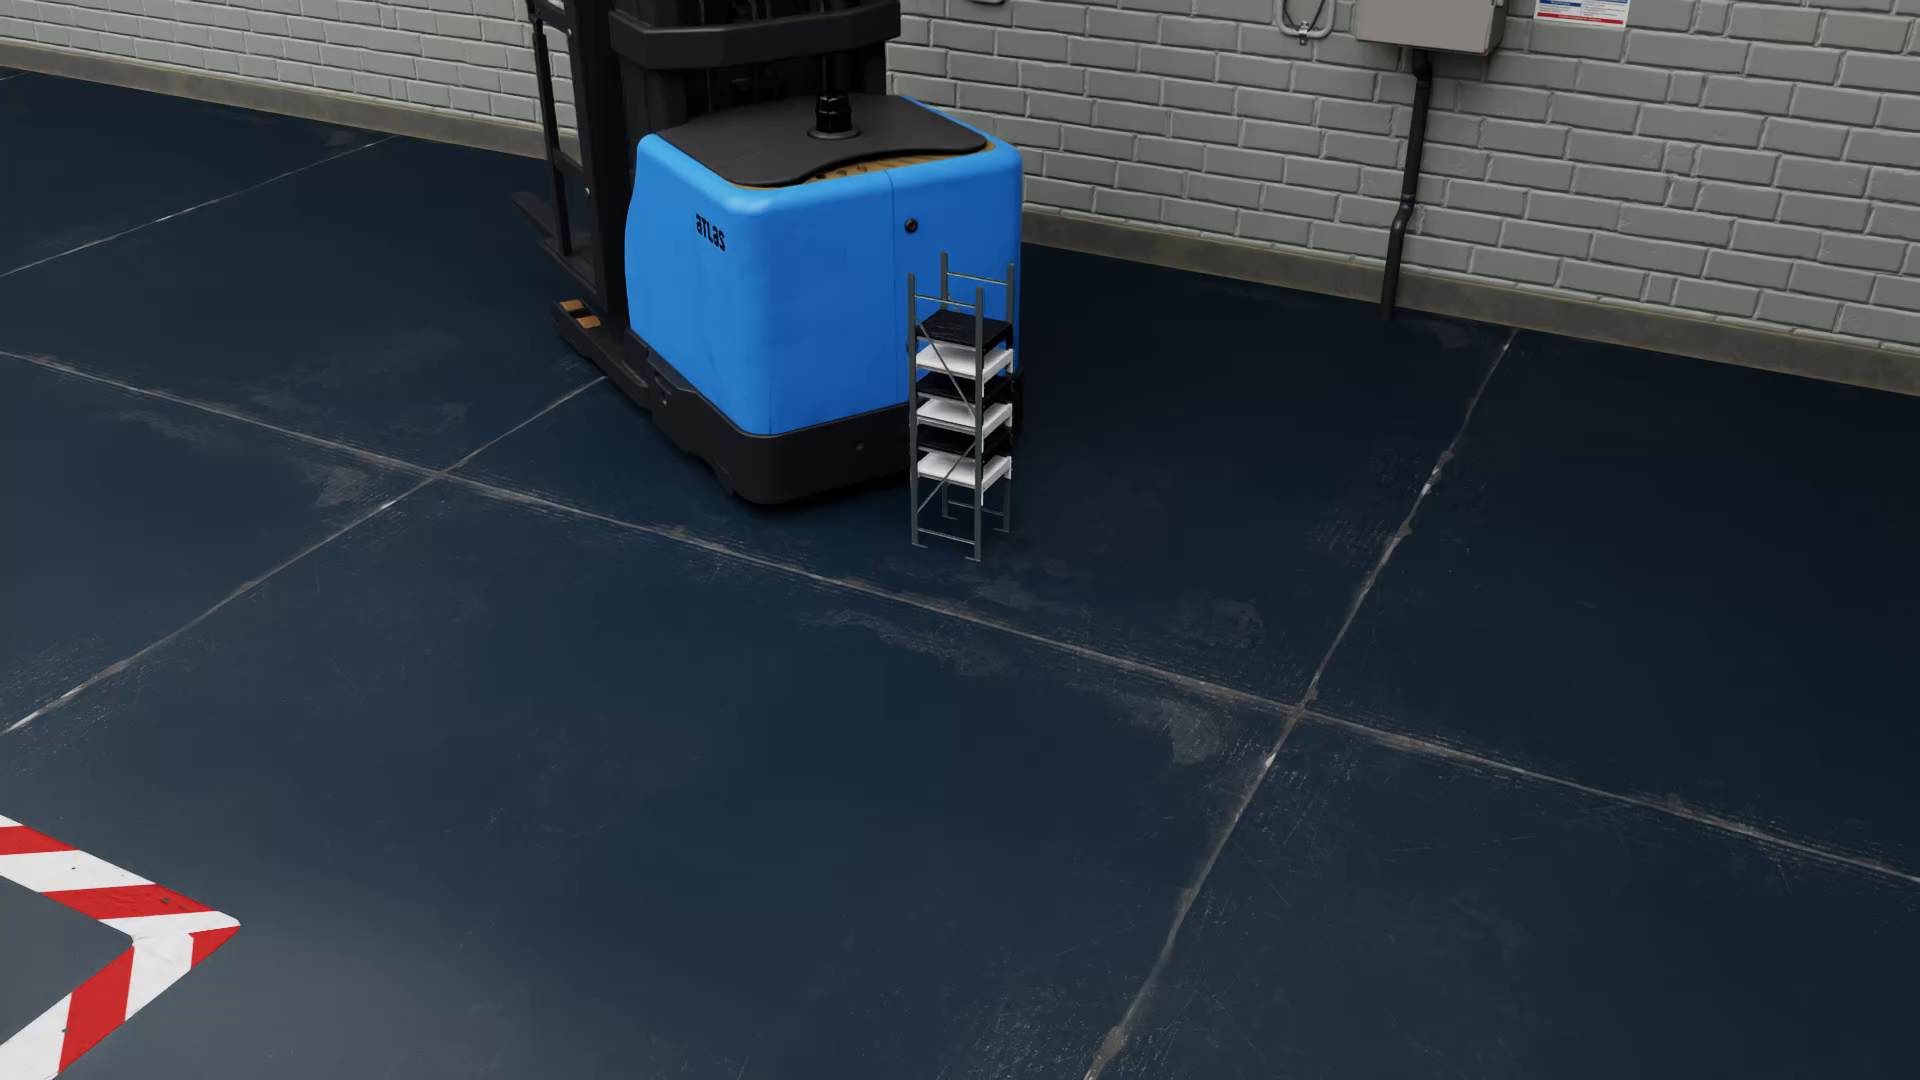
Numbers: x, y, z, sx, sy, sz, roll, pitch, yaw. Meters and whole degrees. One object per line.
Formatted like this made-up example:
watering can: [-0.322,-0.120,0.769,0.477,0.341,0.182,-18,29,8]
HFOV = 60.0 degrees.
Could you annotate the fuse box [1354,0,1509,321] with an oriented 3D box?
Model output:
fuse box: [1.760,-1.633,6.375,0.539,1.711,0.414,14,33,23]

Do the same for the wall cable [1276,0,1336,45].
wall cable: [1.225,-2.857,6.192,0.588,1.984,0.122,14,33,23]

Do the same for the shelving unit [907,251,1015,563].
shelving unit: [0.004,-0.394,5.032,0.258,0.900,0.210,14,33,23]

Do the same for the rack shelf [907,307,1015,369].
rack shelf: [0.004,-0.599,4.914,0.258,0.077,0.200,14,33,23]

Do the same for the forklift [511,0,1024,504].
forklift: [-0.970,-2.083,5.934,1.130,2.935,3.031,-17,34,-26]

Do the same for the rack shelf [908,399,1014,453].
rack shelf: [0.004,-0.365,5.049,0.258,0.077,0.200,14,33,23]

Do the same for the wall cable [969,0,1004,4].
wall cable: [-0.043,-3.187,6.736,0.585,1.953,0.123,14,33,23]

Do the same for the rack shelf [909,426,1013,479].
rack shelf: [0.004,-0.287,5.094,0.258,0.077,0.200,14,33,23]

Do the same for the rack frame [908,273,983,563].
rack frame: [-0.043,-0.349,4.954,0.240,0.900,0.006,14,33,23]

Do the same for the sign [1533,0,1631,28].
sign: [2.294,-2.130,6.043,0.329,0.494,0.001,14,33,23]

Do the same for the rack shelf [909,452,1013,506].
rack shelf: [0.004,-0.209,5.138,0.258,0.077,0.200,14,33,23]

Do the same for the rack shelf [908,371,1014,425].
rack shelf: [0.004,-0.443,5.004,0.258,0.077,0.200,14,33,23]

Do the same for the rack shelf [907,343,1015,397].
rack shelf: [0.004,-0.521,4.959,0.258,0.077,0.200,14,33,23]

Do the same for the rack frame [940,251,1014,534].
rack frame: [0.050,-0.439,5.111,0.240,0.900,0.006,14,33,23]
